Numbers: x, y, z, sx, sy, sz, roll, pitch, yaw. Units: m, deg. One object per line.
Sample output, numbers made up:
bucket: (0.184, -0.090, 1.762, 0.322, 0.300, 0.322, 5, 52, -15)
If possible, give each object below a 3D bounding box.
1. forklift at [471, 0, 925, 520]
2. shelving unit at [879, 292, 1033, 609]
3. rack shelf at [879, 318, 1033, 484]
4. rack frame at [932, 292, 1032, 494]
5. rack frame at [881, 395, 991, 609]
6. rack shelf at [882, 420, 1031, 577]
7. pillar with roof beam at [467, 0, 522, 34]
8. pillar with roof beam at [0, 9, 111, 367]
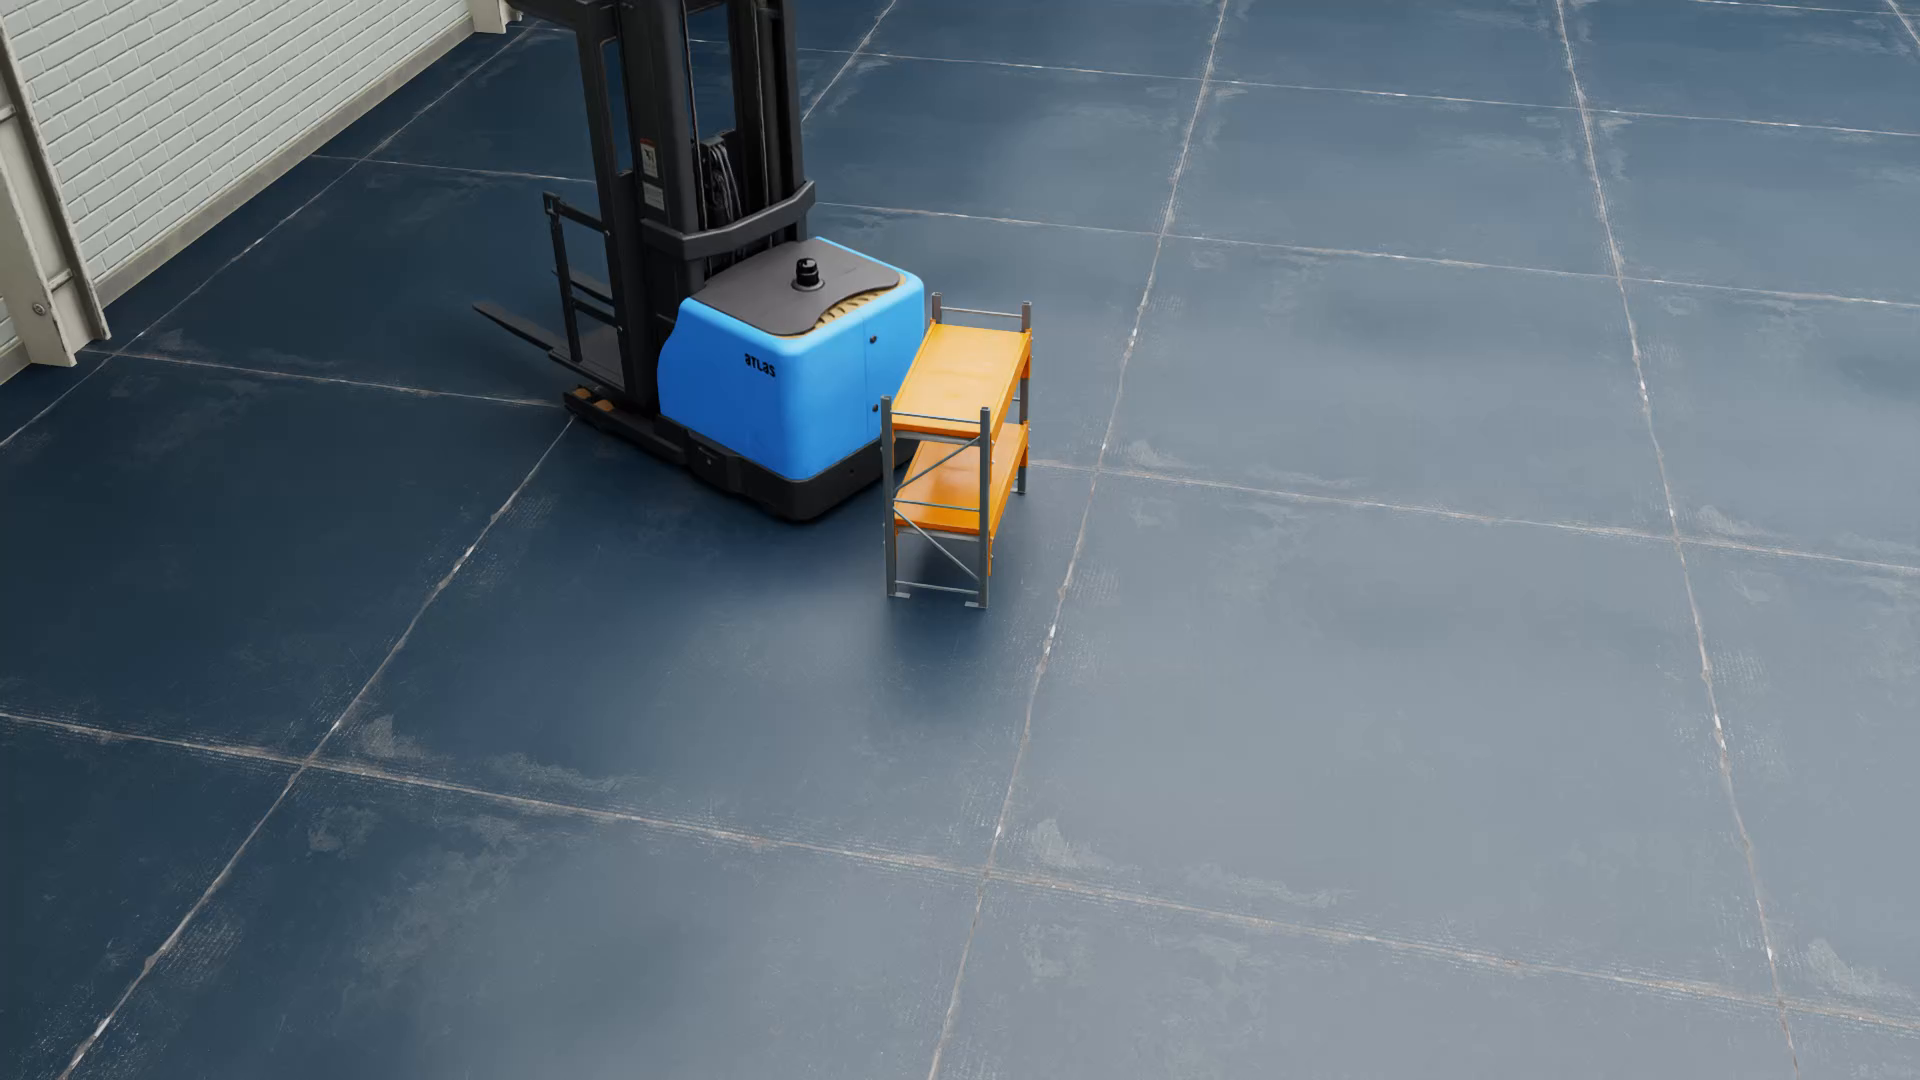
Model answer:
forklift: (-1.617, -2.016, 8.804, 3.031, 2.935, 1.130, 27, 44, 32)
shelving unit: (-0.001, -0.452, 8.185, 0.538, 1.125, 1.048, 7, 37, 10)
rack shelf: (-0.001, -0.689, 8.013, 0.538, 0.278, 1.000, 7, 37, 10)
rack frame: (0.107, -0.743, 8.587, 0.500, 1.125, 0.032, 7, 37, 10)
rack frame: (-0.110, -0.160, 7.783, 0.500, 1.125, 0.032, 7, 37, 10)
rack shelf: (-0.001, -0.254, 8.328, 0.538, 0.278, 1.000, 7, 37, 10)
pillar with roof beam: (0.064, -7.710, 11.490, 9.100, 9.000, 0.400, 7, 37, 10)
pillar with roof beam: (-1.218, -4.270, 6.744, 9.100, 9.000, 0.400, 7, 37, 10)
